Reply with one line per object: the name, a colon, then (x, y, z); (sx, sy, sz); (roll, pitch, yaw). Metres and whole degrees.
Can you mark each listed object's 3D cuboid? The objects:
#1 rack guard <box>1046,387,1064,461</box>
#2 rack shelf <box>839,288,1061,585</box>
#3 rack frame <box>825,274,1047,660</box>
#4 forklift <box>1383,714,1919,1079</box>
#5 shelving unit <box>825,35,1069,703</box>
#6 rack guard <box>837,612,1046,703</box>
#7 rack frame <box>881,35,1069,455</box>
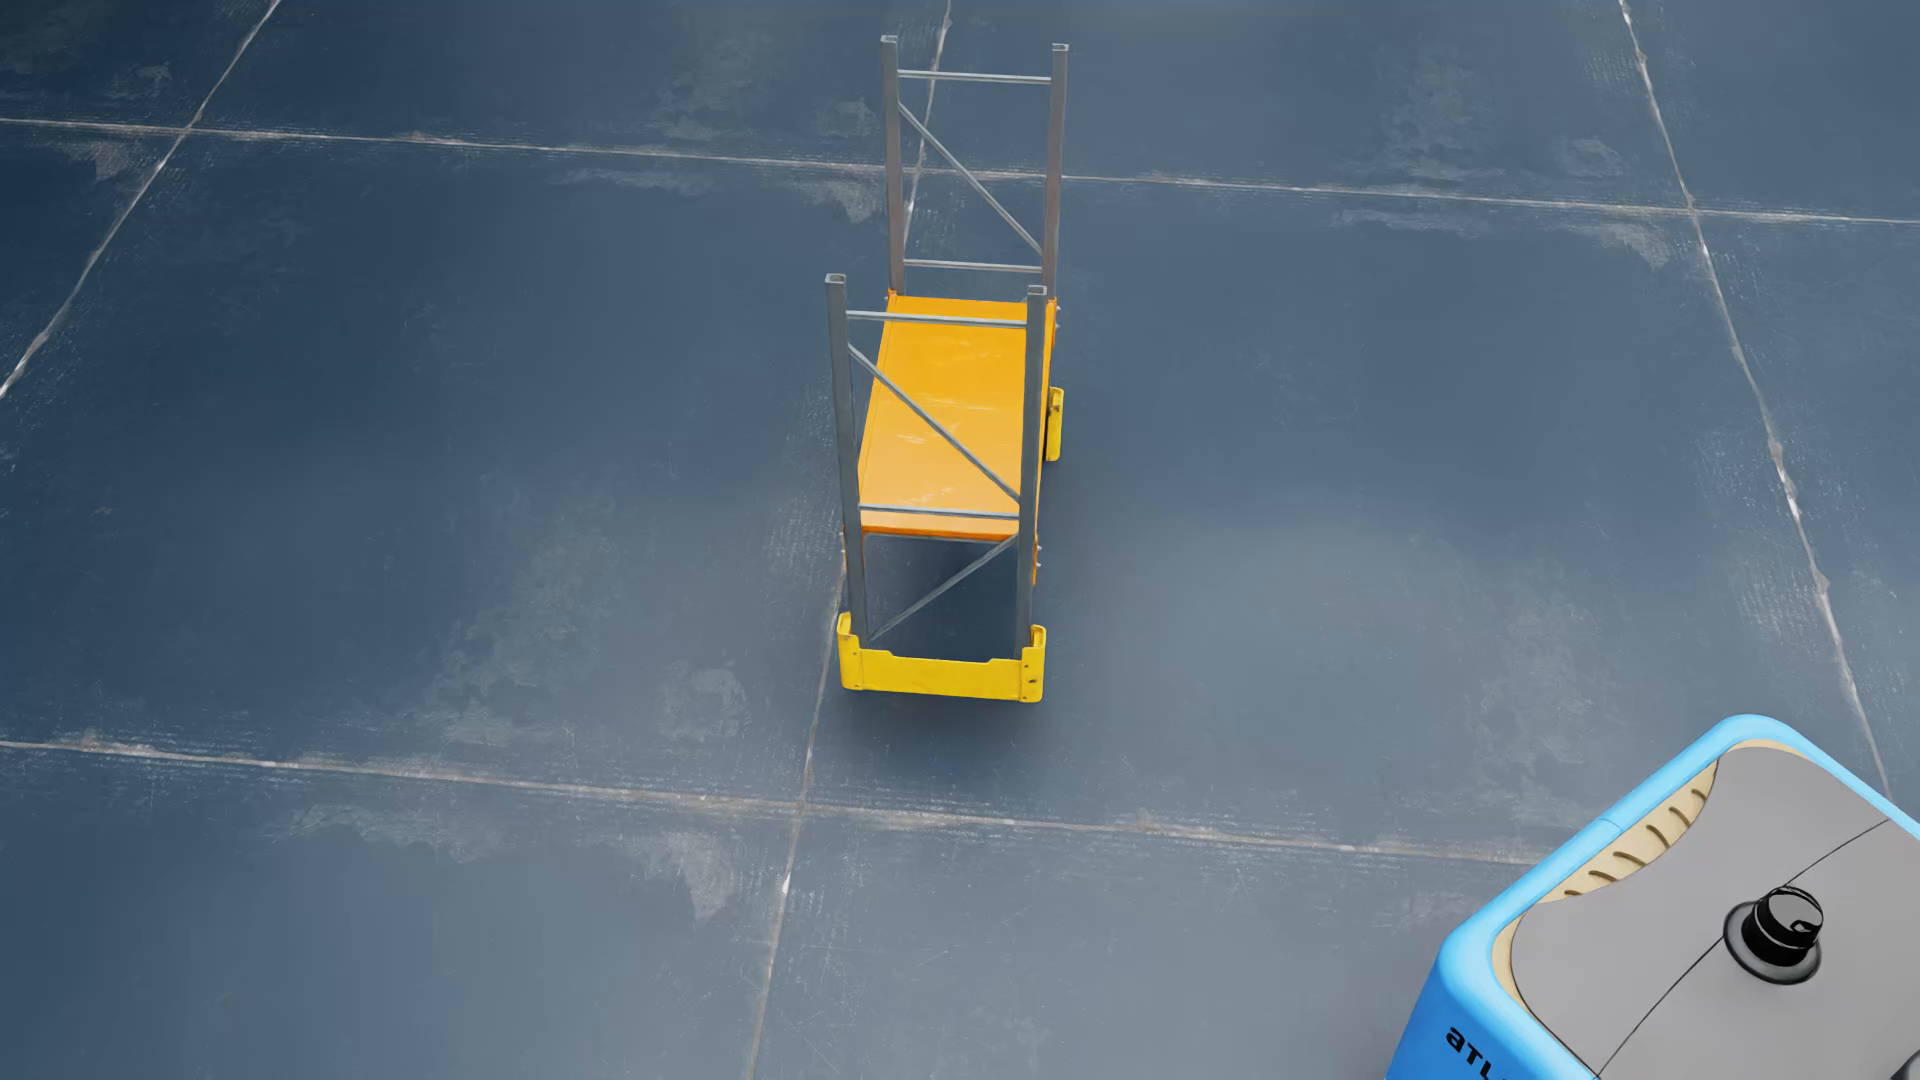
rack guard: (0.038, -0.394, 5.441); (0.587, 0.250, 0.087); (4, 48, 4)
rack shelf: (-0.008, -0.322, 4.772); (0.538, 0.185, 1.000); (4, 48, 4)
rack frame: (-0.054, -0.070, 4.298); (0.500, 1.500, 0.032); (4, 48, 4)
forklift: (2.164, 1.162, 2.201); (1.130, 2.935, 3.031); (-29, 54, -24)
shelving unit: (-0.007, -0.450, 4.645); (0.587, 1.500, 1.083); (4, 48, 4)
rack guard: (-0.052, 0.338, 4.772); (0.587, 0.250, 0.087); (4, 48, 4)
rack frame: (0.039, -0.817, 4.981); (0.500, 1.500, 0.032); (4, 48, 4)
